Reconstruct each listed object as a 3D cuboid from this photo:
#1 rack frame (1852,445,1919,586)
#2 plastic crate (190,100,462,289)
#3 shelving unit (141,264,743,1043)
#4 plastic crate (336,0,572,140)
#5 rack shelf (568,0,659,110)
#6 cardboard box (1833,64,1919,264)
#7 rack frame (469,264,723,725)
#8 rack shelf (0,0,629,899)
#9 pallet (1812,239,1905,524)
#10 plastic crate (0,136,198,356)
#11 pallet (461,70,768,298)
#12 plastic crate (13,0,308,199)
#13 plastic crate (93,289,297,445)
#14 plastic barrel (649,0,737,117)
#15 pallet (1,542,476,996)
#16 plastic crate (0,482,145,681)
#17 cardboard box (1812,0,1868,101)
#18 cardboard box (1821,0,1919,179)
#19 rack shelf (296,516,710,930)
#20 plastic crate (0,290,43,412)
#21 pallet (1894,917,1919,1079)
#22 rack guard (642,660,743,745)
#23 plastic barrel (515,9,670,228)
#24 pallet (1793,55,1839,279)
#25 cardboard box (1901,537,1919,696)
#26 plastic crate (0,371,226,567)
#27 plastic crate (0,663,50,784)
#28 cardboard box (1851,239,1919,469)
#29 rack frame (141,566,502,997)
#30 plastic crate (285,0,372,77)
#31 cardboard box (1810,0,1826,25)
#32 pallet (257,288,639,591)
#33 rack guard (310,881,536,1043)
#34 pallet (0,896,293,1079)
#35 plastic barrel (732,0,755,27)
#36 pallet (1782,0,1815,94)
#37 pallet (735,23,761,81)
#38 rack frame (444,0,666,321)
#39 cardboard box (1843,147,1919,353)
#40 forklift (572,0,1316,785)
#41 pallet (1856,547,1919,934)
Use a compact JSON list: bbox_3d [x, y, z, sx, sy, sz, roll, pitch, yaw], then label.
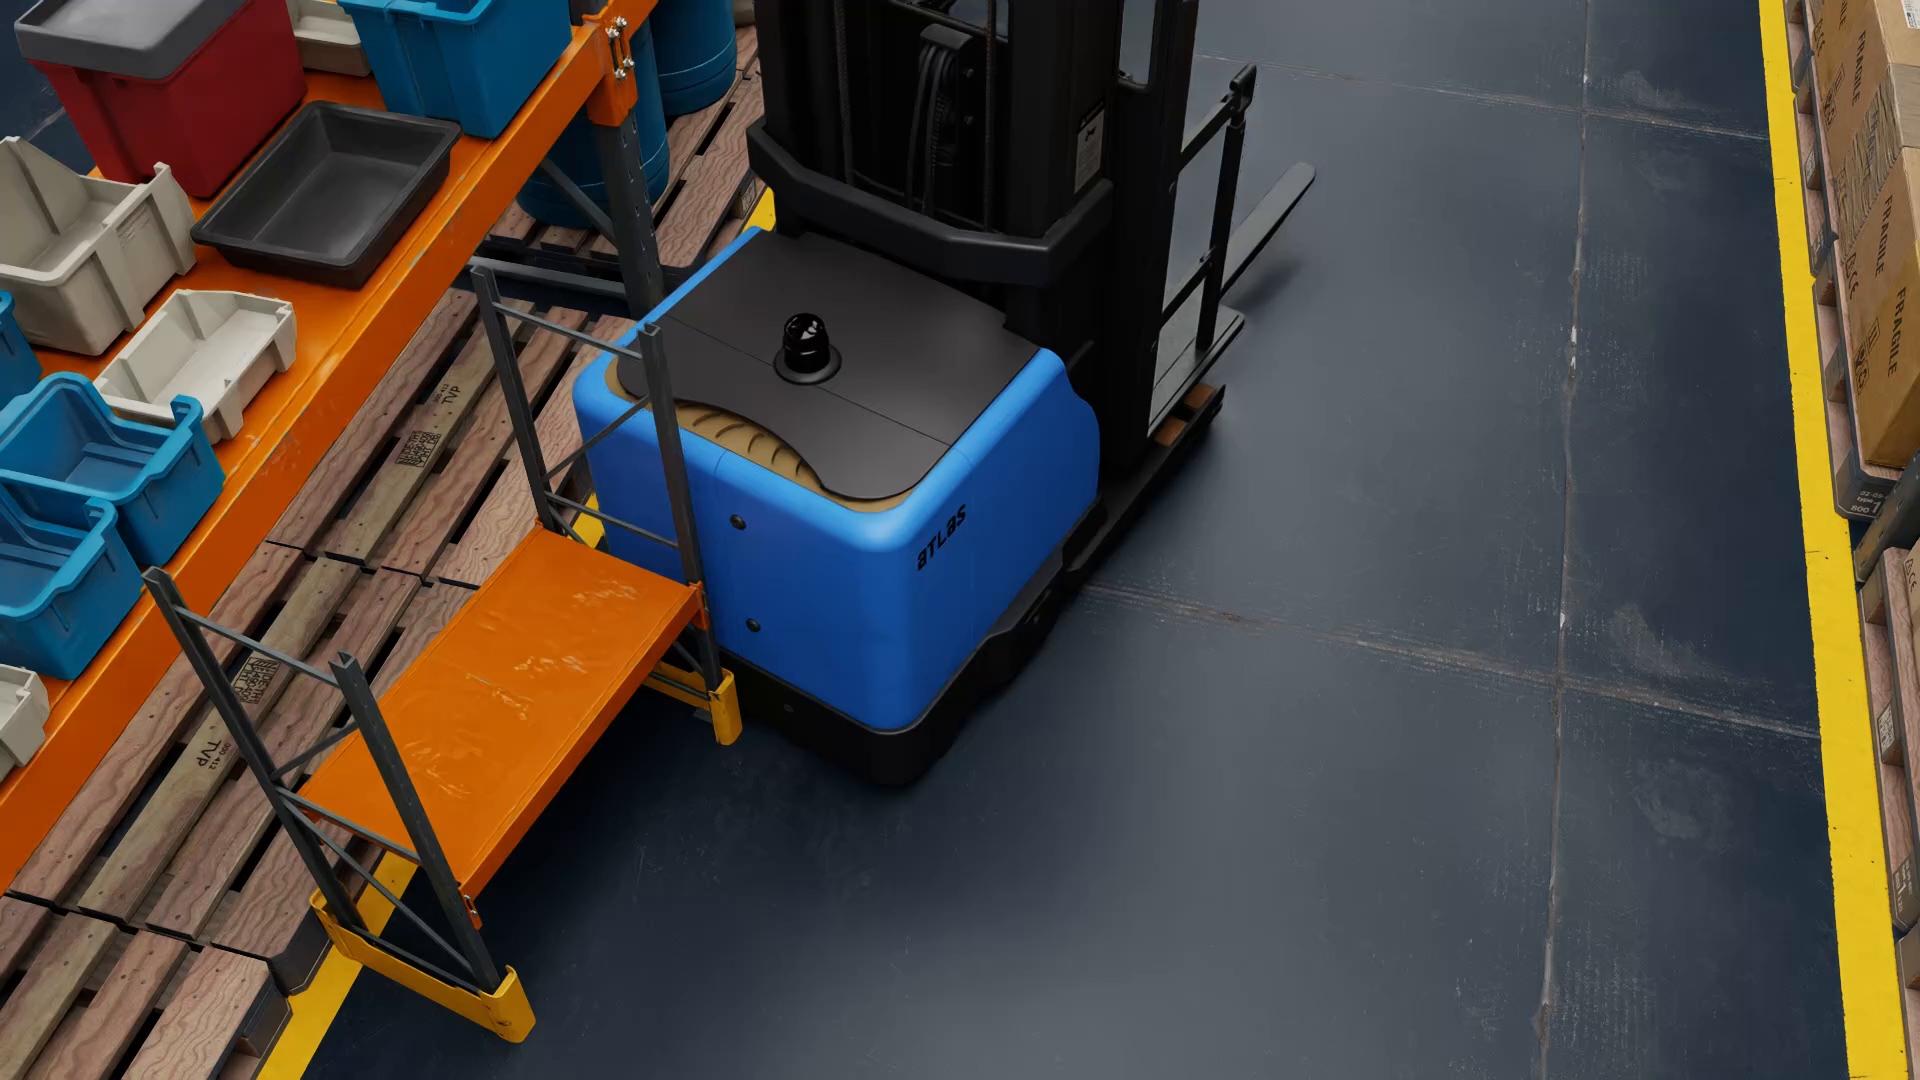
[{"bbox_3d":[3.260,-0.804,3.959,1.000,3.000,0.127,12,50,10],"label":"rack frame"},{"bbox_3d":[-1.553,-0.850,4.143,0.437,0.125,0.590,12,50,10],"label":"plastic crate"},{"bbox_3d":[-1.119,0.303,3.982,0.587,1.500,1.083,20,52,17],"label":"shelving unit"},{"bbox_3d":[-1.311,-1.394,4.450,0.392,0.384,0.575,12,50,10],"label":"plastic crate"},{"bbox_3d":[-0.991,-2.993,6.370,1.077,0.370,4.000,12,50,10],"label":"rack shelf"},{"bbox_3d":[3.384,-1.254,5.730,0.500,0.500,0.500,12,50,11],"label":"cardboard box"},{"bbox_3d":[-0.889,-0.044,4.289,0.500,1.500,0.032,20,52,17],"label":"rack frame"},{"bbox_3d":[-2.044,-0.099,3.817,1.077,0.370,4.000,12,50,10],"label":"rack shelf"},{"bbox_3d":[3.438,-0.477,5.530,1.003,0.211,1.213,12,50,10],"label":"pallet"},{"bbox_3d":[-2.097,-0.697,3.903,0.437,0.282,0.530,12,50,10],"label":"plastic crate"},{"bbox_3d":[-1.274,-1.411,6.355,1.003,0.211,1.213,12,50,10],"label":"pallet"},{"bbox_3d":[-1.995,-1.229,4.251,0.402,0.464,0.583,12,50,10],"label":"plastic crate"},{"bbox_3d":[-1.686,-0.398,3.736,0.293,0.136,0.466,12,50,10],"label":"plastic crate"},{"bbox_3d":[-1.172,-2.131,6.250,0.600,0.901,0.708,12,50,10],"label":"plastic barrel"},{"bbox_3d":[-1.993,0.563,4.612,1.003,0.211,1.213,12,50,10],"label":"pallet"},{"bbox_3d":[-1.841,0.079,3.252,0.416,0.233,0.300,12,50,10],"label":"plastic crate"},{"bbox_3d":[3.648,-2.001,6.389,0.500,0.500,0.500,11,49,10],"label":"cardboard box"},{"bbox_3d":[3.516,-1.623,6.055,0.500,0.500,0.500,10,49,9],"label":"cardboard box"},{"bbox_3d":[-1.115,0.416,4.122,0.538,0.185,1.000,20,52,17],"label":"rack shelf"},{"bbox_3d":[-2.277,-0.391,3.666,0.416,0.233,0.300,12,50,10],"label":"plastic crate"},{"bbox_3d":[2.759,1.501,3.785,1.003,0.211,1.213,12,50,10],"label":"pallet"},{"bbox_3d":[-0.898,0.382,4.746,0.587,0.250,0.087,20,52,17],"label":"rack guard"},{"bbox_3d":[-1.358,-1.619,5.798,0.600,0.901,0.708,12,50,10],"label":"plastic barrel"},{"bbox_3d":[3.757,-1.362,6.312,1.003,0.211,1.213,12,50,10],"label":"pallet"},{"bbox_3d":[2.941,0.201,4.572,0.500,0.311,0.500,12,50,10],"label":"cardboard box"},{"bbox_3d":[-1.762,-0.138,3.443,0.416,0.233,0.300,12,50,10],"label":"plastic crate"},{"bbox_3d":[-1.845,0.357,3.070,0.250,0.136,0.298,12,50,10],"label":"plastic crate"},{"bbox_3d":[3.114,-0.536,5.096,0.500,0.500,0.500,11,50,10],"label":"cardboard box"},{"bbox_3d":[-1.341,0.639,3.686,0.500,1.500,0.032,20,52,17],"label":"rack frame"},{"bbox_3d":[-1.778,-1.408,4.628,0.396,0.136,0.243,12,50,10],"label":"plastic crate"},{"bbox_3d":[3.785,-2.363,6.709,0.500,0.500,0.500,10,49,9],"label":"cardboard box"},{"bbox_3d":[-1.674,-0.322,5.393,1.003,0.211,1.213,12,50,10],"label":"pallet"},{"bbox_3d":[-1.340,1.051,4.155,0.587,0.250,0.087,20,52,17],"label":"rack guard"},{"bbox_3d":[-2.316,1.443,3.836,1.003,0.211,1.213,12,50,10],"label":"pallet"},{"bbox_3d":[-0.937,-2.393,6.741,0.421,0.512,0.421,0,49,0],"label":"plastic barrel"},{"bbox_3d":[4.080,-2.242,7.088,1.003,0.211,1.213,12,50,10],"label":"pallet"},{"bbox_3d":[-0.955,-2.297,7.136,1.003,0.211,1.213,12,50,10],"label":"pallet"},{"bbox_3d":[-1.518,-1.784,4.824,1.000,3.000,0.127,12,50,10],"label":"rack frame"},{"bbox_3d":[3.252,-0.892,5.410,0.500,0.500,0.500,12,50,10],"label":"cardboard box"},{"bbox_3d":[0.222,-1.387,4.519,1.130,2.935,3.031,26,53,21],"label":"forklift"},{"bbox_3d":[3.078,0.615,4.566,1.003,0.211,1.213,12,50,10],"label":"pallet"}]
